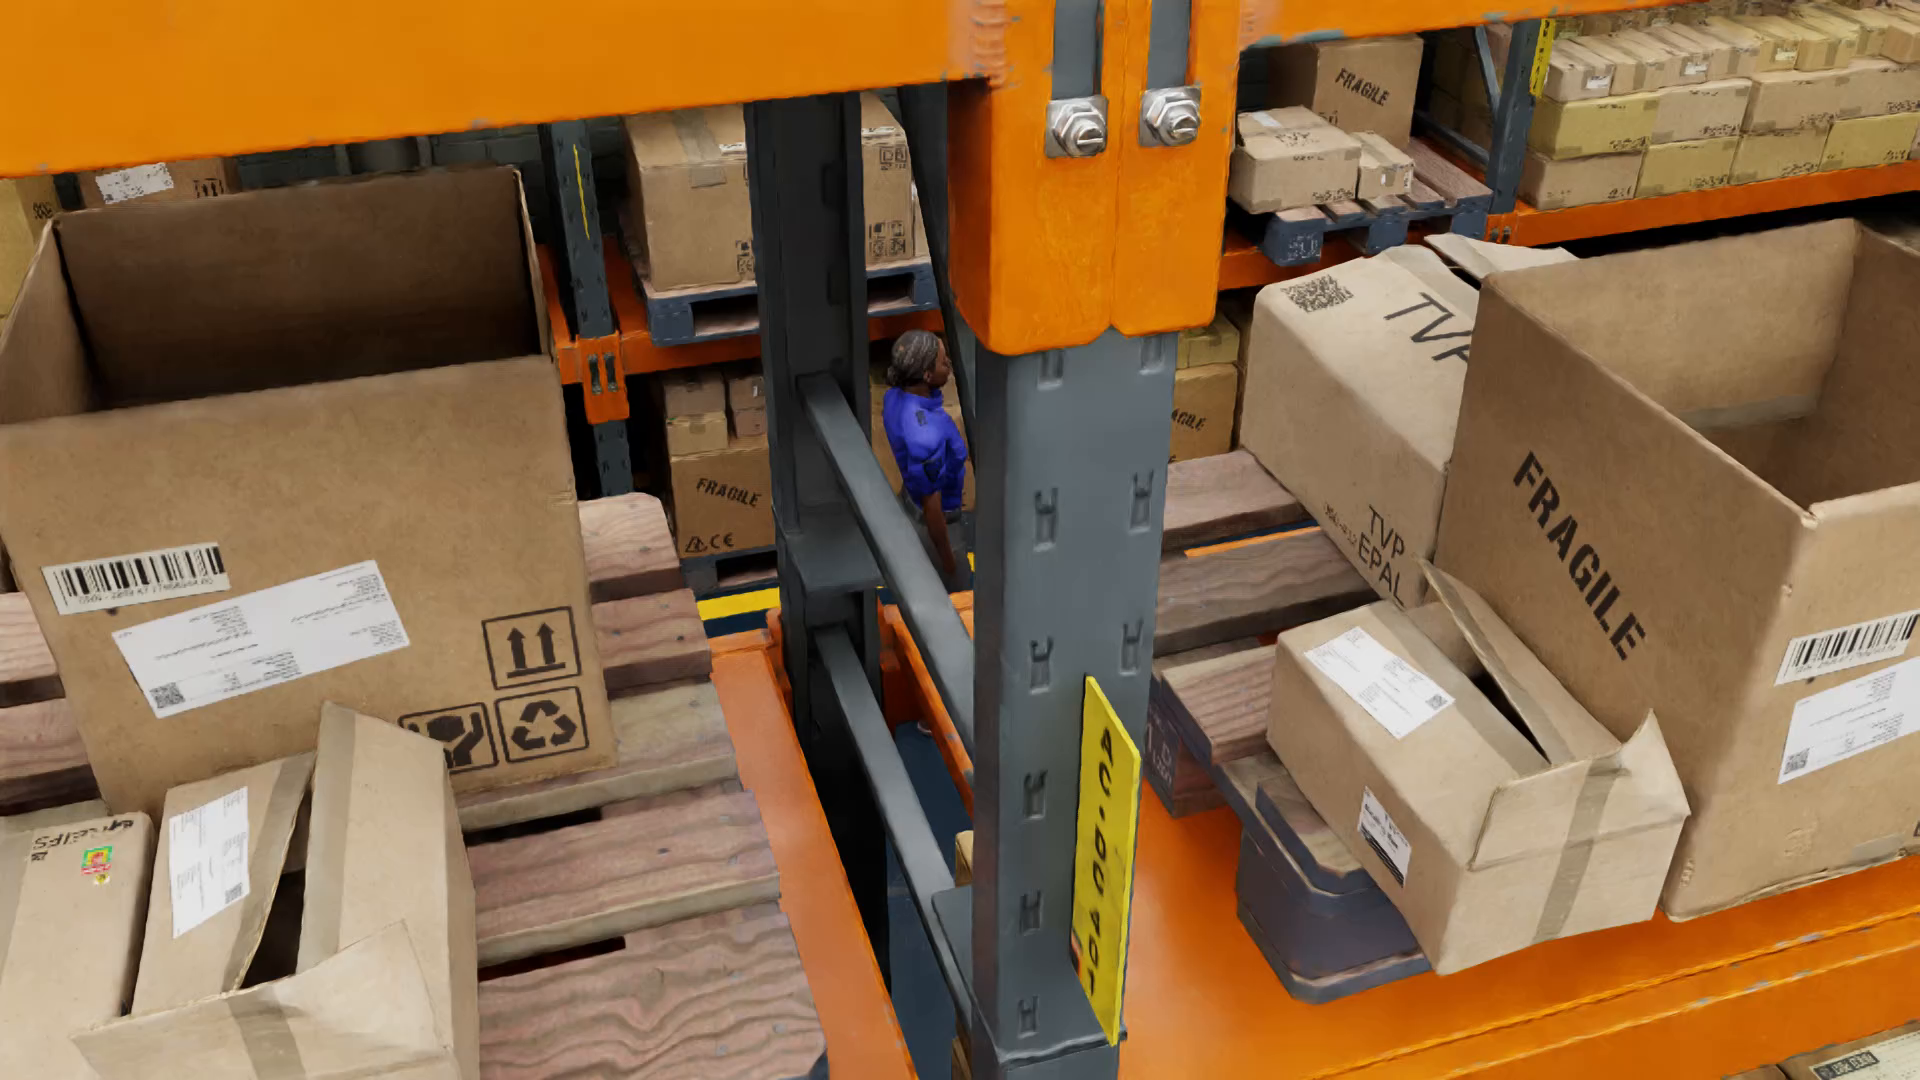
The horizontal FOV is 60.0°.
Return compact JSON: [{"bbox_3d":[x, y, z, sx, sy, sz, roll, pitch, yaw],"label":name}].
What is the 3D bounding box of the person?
[{"bbox_3d":[-0.097,-0.032,6.199,0.355,1.654,0.469,-9,35,-14],"label":"person"}]
